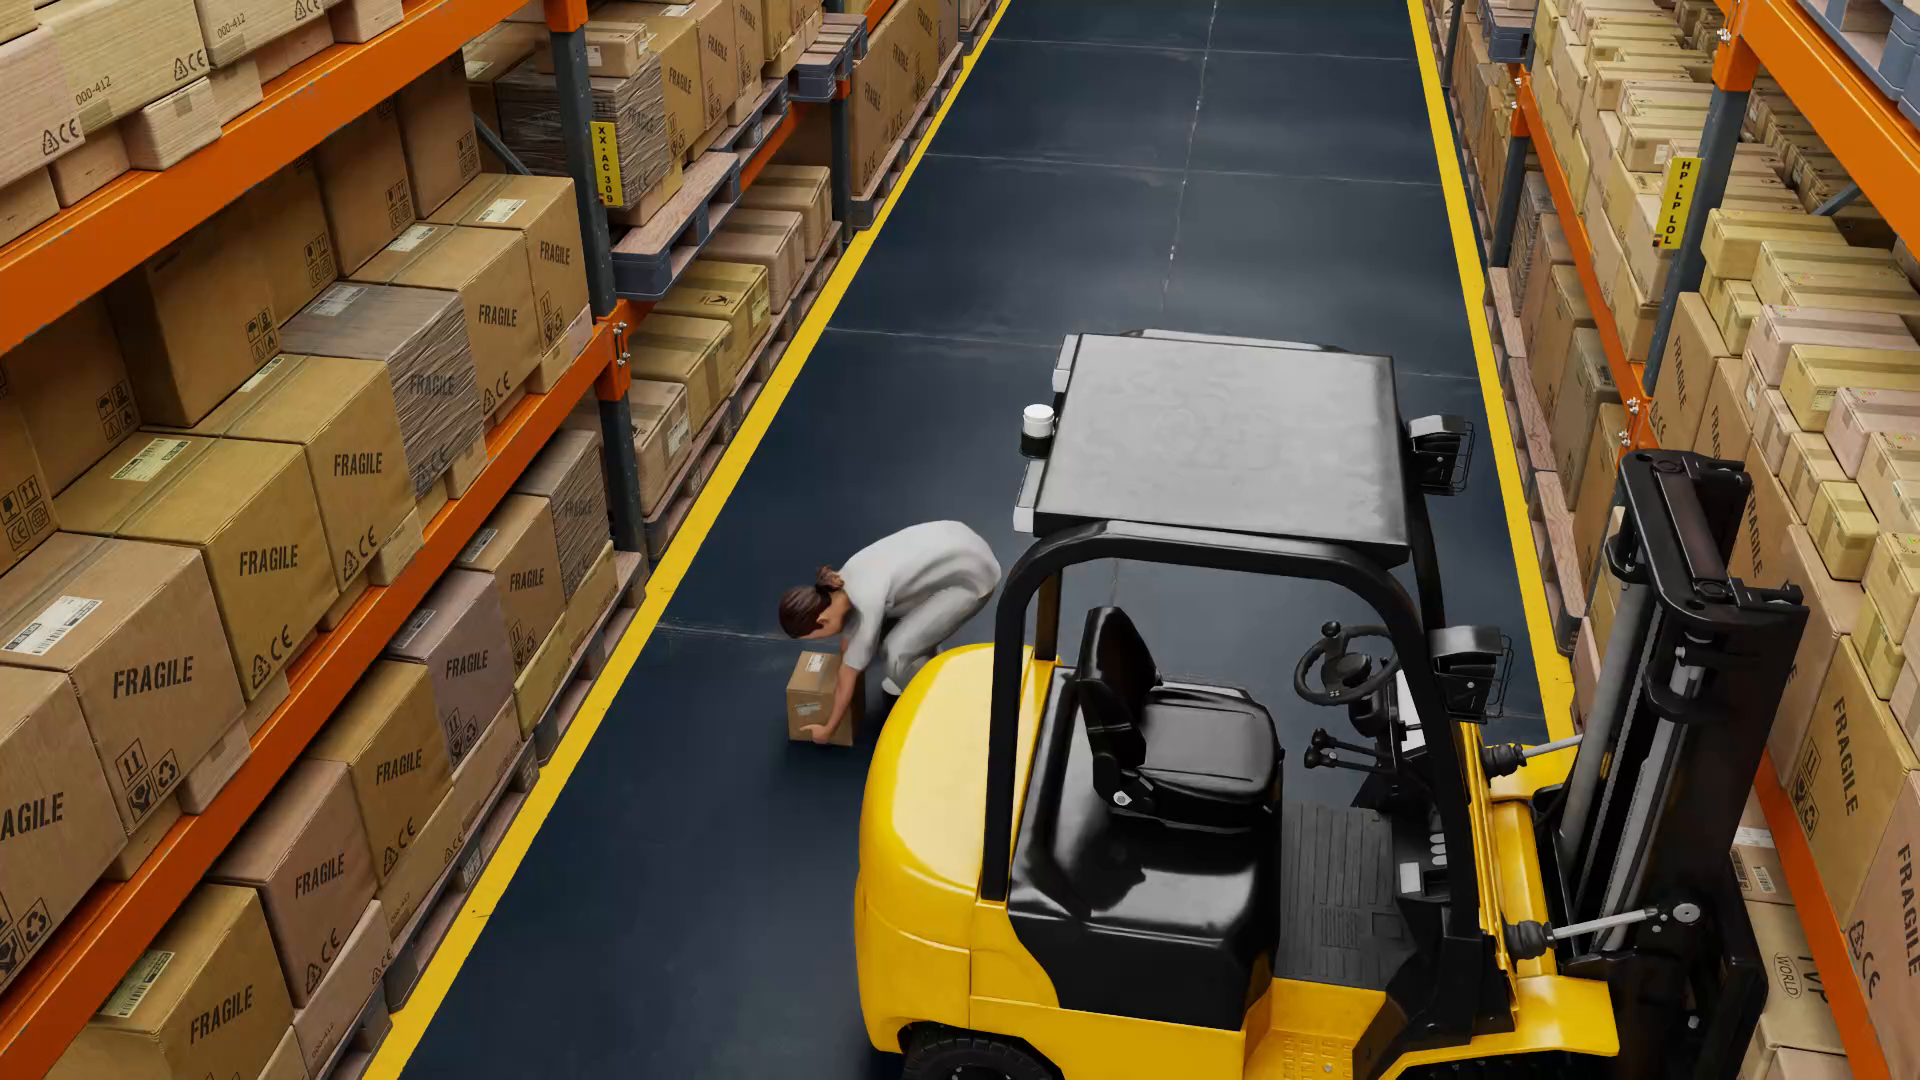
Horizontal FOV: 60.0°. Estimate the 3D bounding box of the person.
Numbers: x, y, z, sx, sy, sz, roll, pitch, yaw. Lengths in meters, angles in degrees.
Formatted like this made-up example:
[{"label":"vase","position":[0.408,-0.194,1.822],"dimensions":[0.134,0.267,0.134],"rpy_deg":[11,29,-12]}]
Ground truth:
[{"label":"person","position":[-0.268,0.397,6.440],"dimensions":[0.863,0.769,0.475],"rpy_deg":[-12,34,-18]}]
